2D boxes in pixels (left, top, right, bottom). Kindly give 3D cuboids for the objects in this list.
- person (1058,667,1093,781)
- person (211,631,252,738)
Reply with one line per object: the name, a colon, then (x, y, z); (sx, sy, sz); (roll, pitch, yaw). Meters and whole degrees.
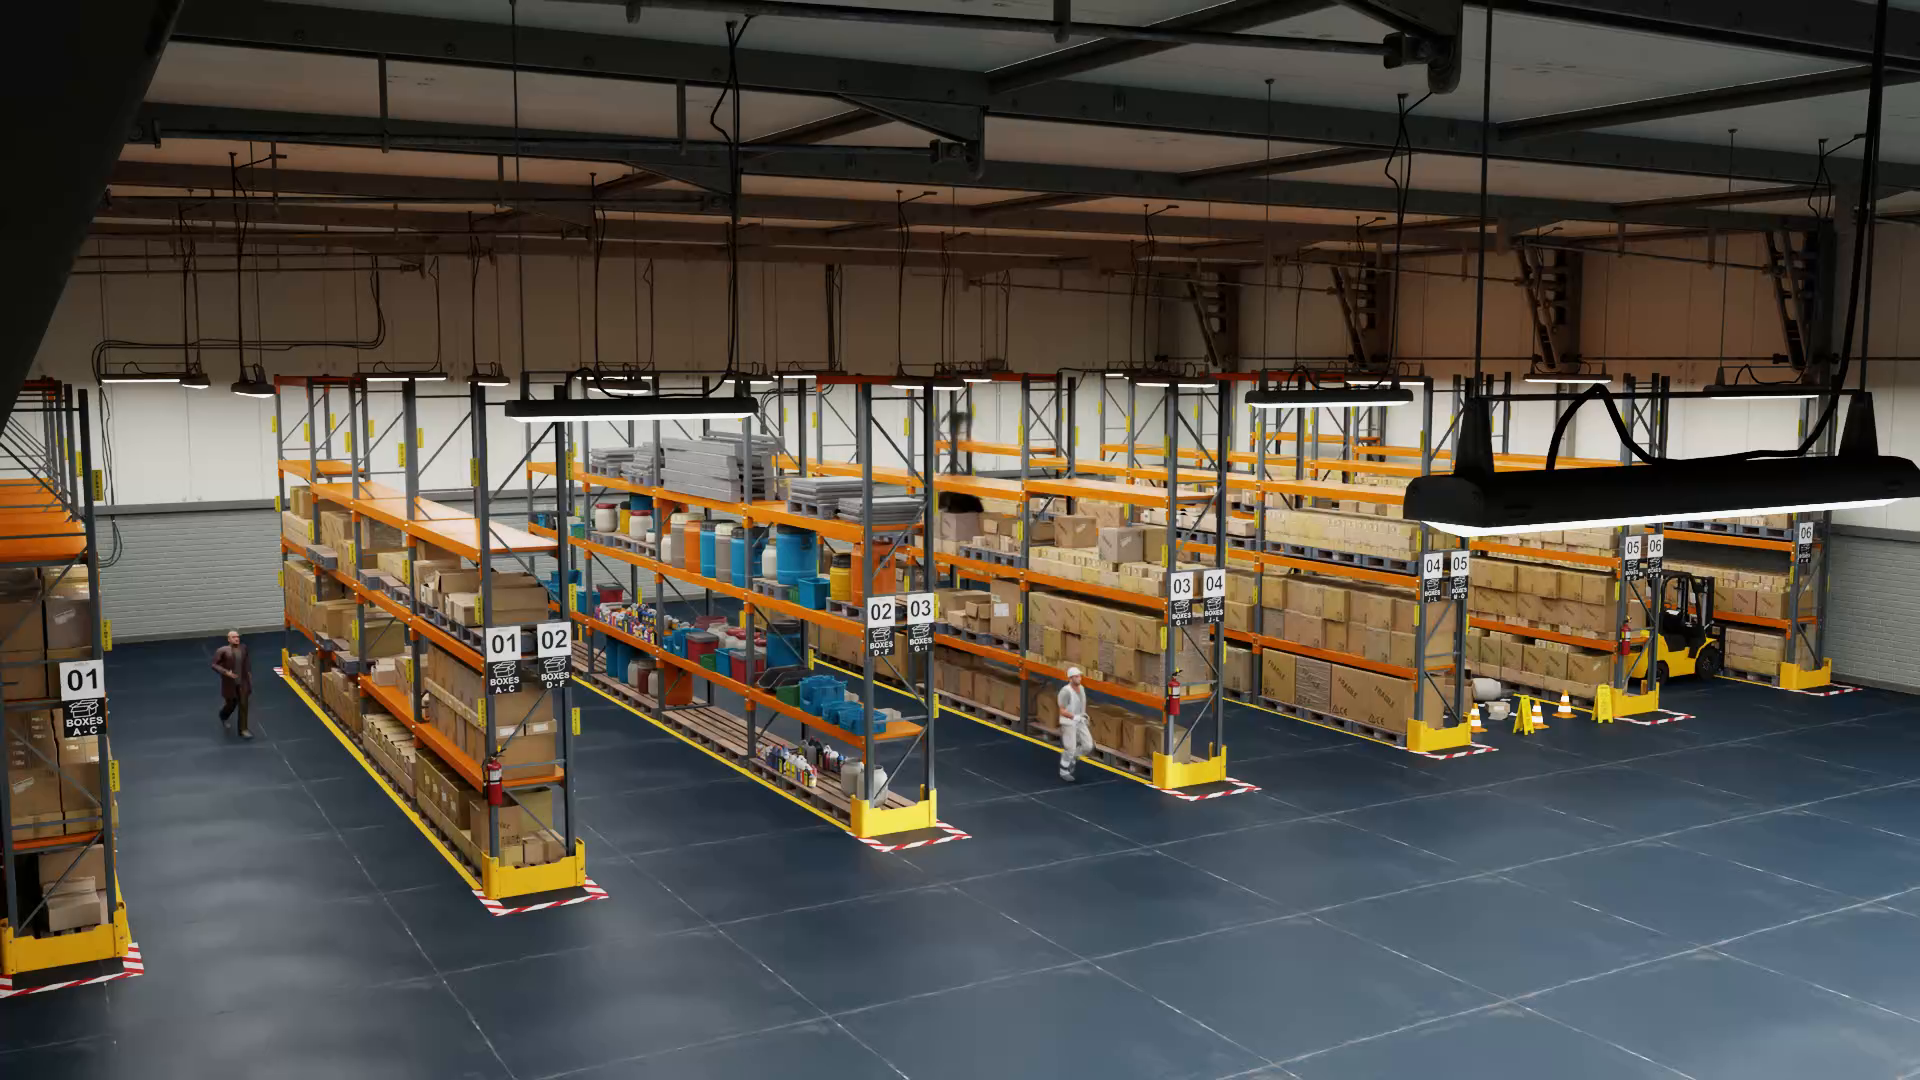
person: (1.745, 2.749, 24.819); (0.661, 1.734, 0.642); (-6, 8, -42)
person: (-12.200, 2.402, 27.931); (0.712, 1.776, 0.954); (-6, 9, -44)
